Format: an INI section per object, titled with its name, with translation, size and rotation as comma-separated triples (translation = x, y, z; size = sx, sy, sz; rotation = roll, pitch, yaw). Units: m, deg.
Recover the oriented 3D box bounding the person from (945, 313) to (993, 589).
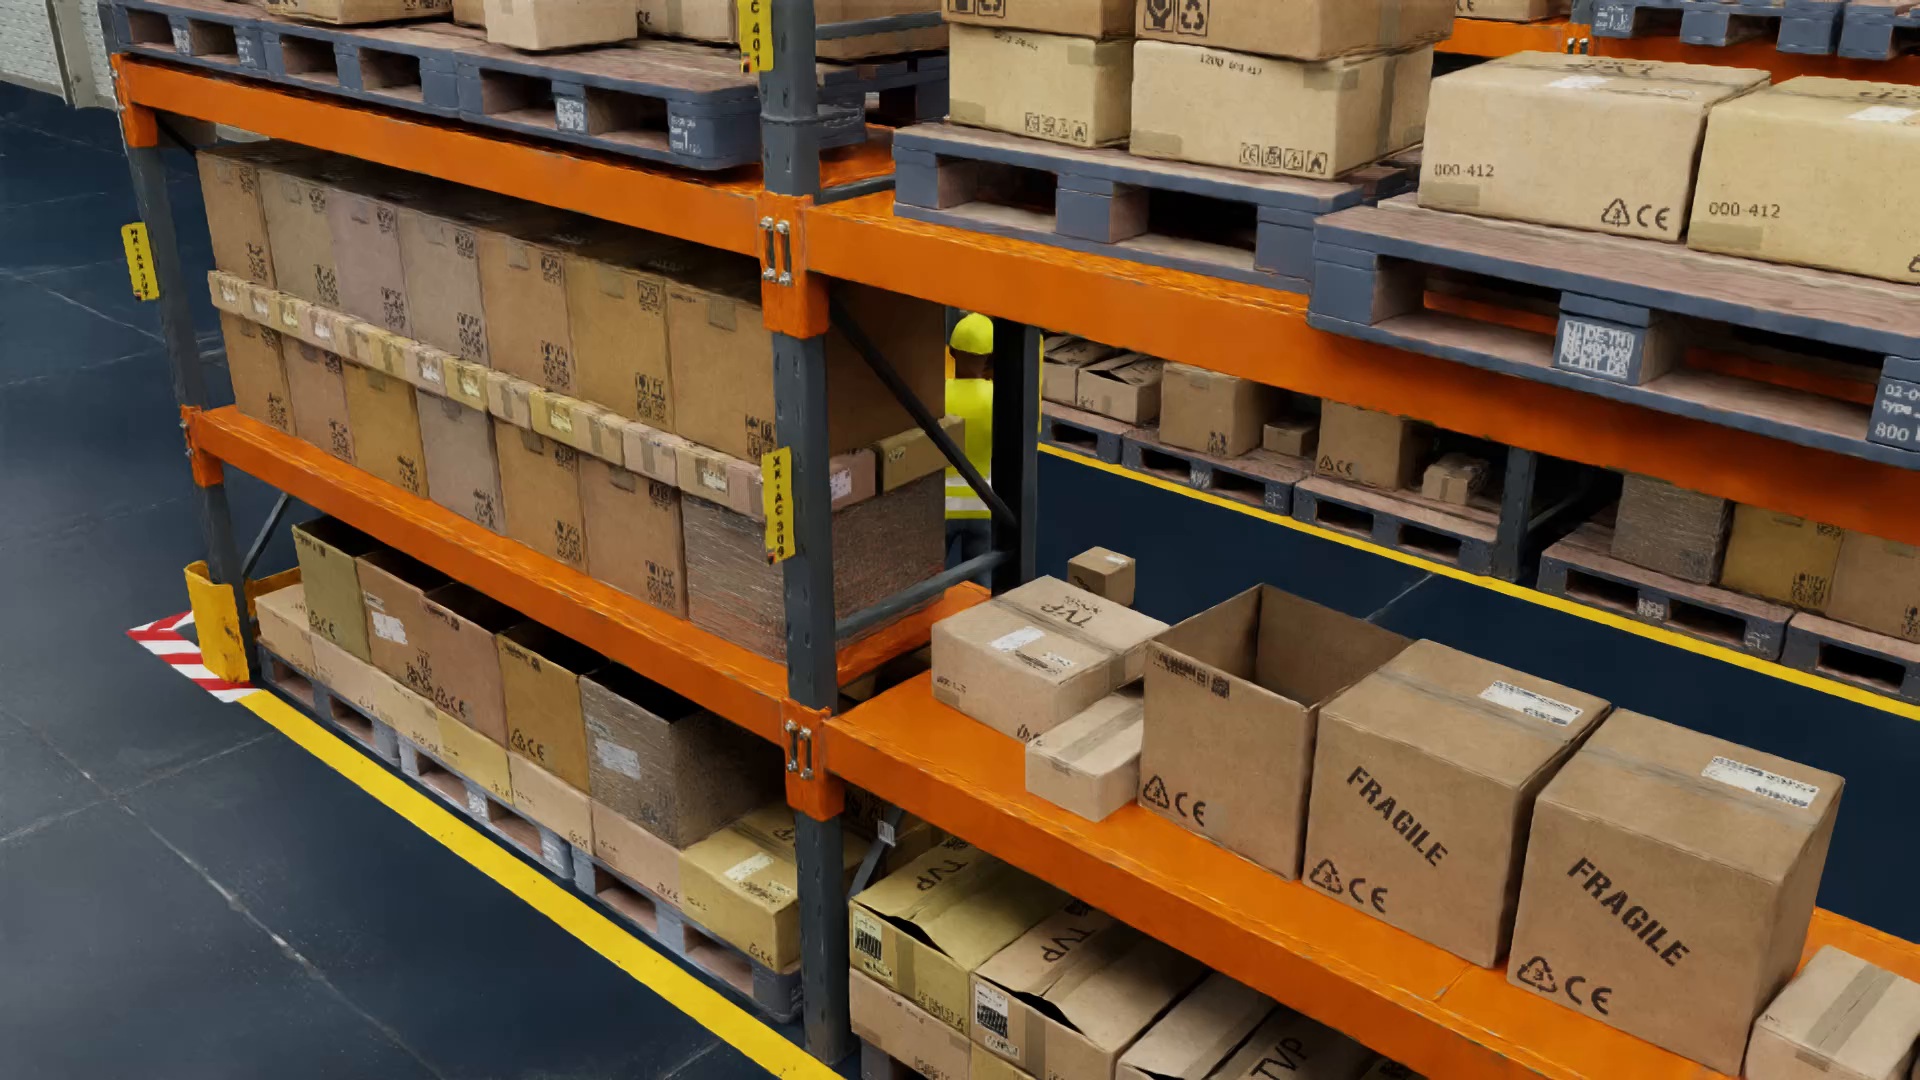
[person]
translation = 0.005, -0.198, 7.502
size = 0.600, 1.765, 0.632
rotation = 0, 24, -1
